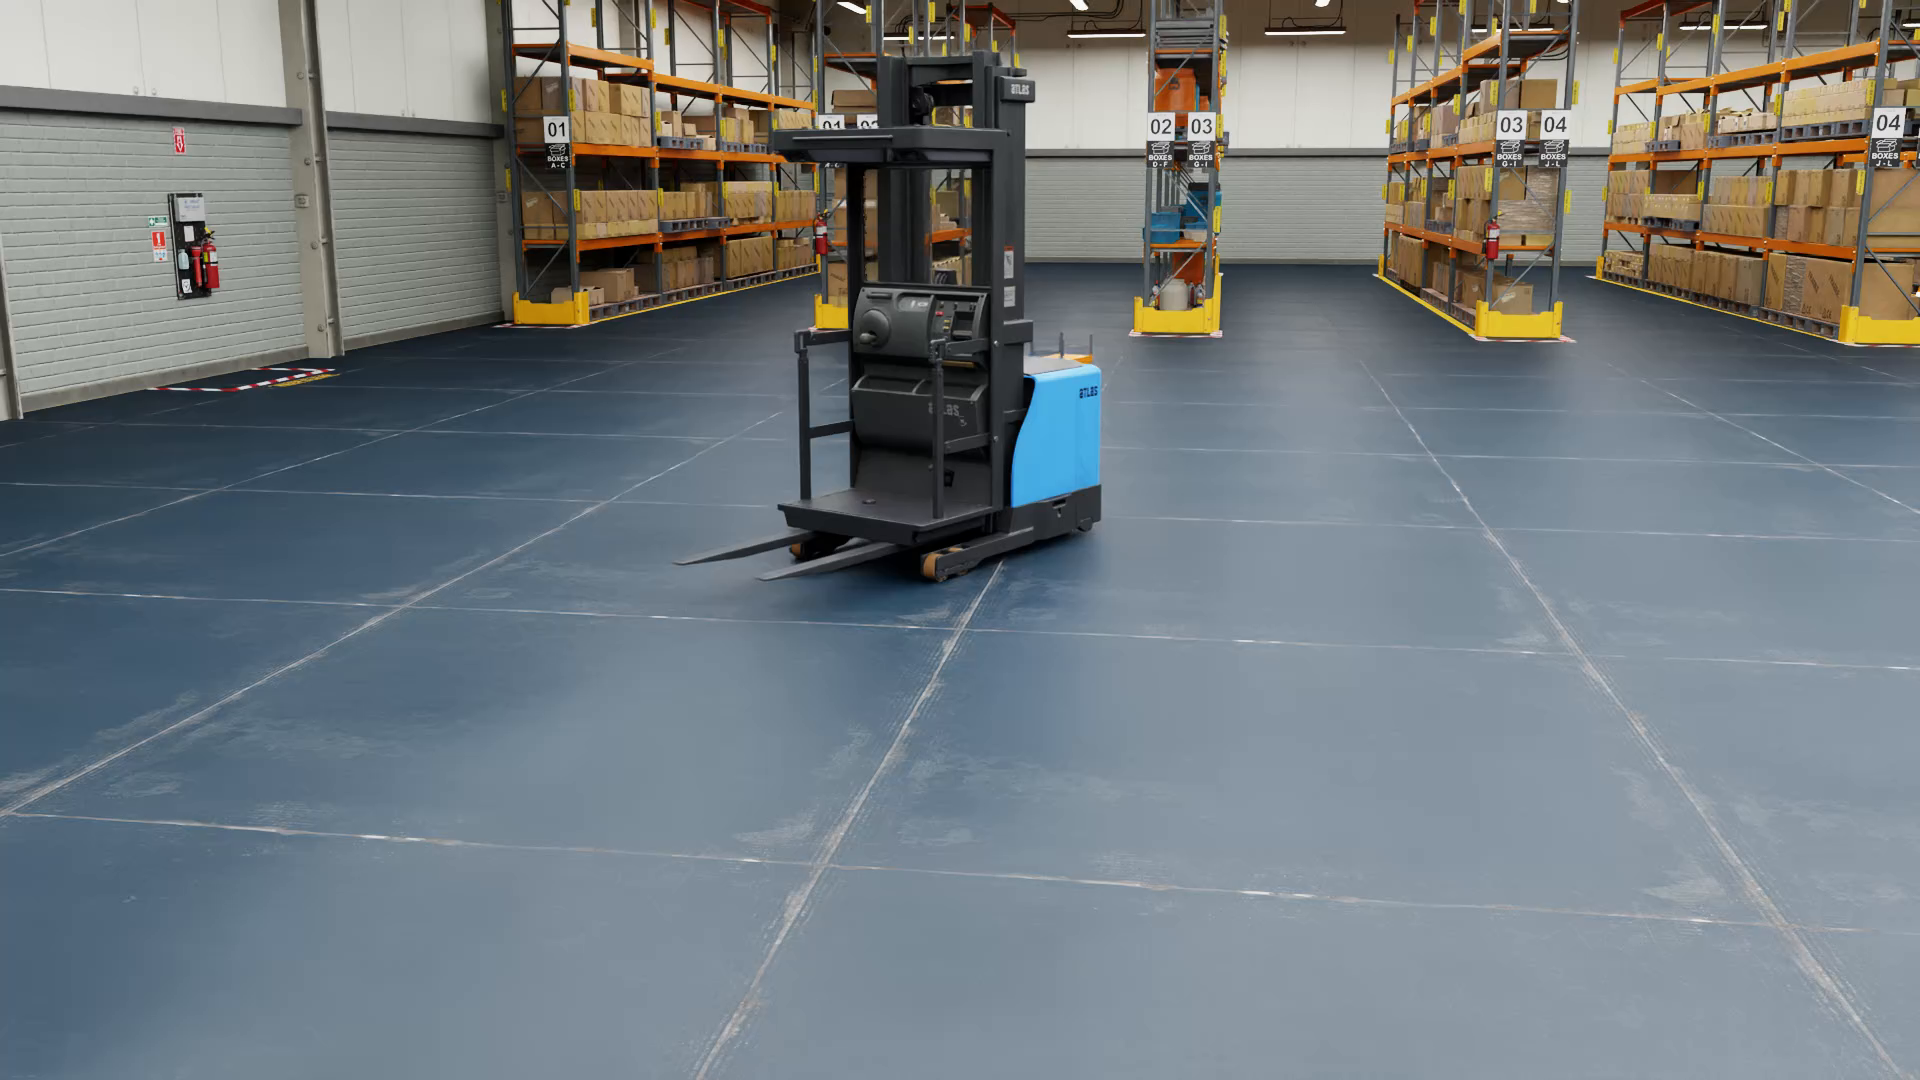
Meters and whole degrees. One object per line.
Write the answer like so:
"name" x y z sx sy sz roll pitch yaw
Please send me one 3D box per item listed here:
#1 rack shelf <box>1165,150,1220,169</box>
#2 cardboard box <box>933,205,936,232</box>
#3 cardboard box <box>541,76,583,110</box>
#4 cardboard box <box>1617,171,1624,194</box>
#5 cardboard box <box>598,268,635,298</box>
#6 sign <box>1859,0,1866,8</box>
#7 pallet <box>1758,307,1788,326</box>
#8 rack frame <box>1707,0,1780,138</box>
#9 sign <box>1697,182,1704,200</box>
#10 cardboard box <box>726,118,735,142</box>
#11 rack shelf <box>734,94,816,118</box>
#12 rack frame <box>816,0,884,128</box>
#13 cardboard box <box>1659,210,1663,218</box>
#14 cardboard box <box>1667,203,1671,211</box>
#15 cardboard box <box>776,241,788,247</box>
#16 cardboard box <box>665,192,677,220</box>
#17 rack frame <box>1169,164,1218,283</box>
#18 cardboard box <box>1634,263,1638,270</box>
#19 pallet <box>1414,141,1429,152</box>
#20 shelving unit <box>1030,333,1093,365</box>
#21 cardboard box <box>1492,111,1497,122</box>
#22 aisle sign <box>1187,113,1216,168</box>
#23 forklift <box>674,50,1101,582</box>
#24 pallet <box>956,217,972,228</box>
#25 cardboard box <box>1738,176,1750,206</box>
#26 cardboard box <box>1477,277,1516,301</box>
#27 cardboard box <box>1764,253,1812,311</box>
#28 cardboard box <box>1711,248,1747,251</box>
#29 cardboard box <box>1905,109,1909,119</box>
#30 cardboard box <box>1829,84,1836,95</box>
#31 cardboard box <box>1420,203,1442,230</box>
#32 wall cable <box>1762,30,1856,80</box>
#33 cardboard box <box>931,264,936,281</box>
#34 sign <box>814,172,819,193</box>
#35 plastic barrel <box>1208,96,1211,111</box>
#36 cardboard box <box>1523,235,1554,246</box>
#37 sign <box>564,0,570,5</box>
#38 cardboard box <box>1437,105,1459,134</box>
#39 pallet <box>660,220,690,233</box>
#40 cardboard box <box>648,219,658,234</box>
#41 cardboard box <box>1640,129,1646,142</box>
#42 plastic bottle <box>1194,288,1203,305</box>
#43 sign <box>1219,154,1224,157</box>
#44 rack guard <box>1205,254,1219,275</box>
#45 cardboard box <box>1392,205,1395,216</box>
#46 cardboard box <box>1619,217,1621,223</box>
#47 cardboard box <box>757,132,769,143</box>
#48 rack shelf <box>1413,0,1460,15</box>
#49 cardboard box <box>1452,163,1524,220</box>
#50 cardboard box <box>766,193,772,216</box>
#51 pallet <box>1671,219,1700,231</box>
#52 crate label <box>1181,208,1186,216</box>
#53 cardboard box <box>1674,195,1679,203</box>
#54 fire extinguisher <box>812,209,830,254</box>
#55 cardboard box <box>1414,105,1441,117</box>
"rack shelf" 4.174 -6.961 30.262 1.077 0.370 4.000 2 12 9
"cardboard box" -0.735 -6.014 31.040 0.500 0.500 0.500 2 12 9
"cardboard box" -6.238 -7.005 26.097 0.500 0.500 0.500 1 12 5
"cardboard box" 14.987 -7.971 37.045 0.500 0.500 0.500 2 12 7
"cardboard box" -6.043 -4.527 29.268 0.500 0.500 0.500 1 12 4
"sign" 14.191 -8.531 26.128 0.100 0.325 0.005 2 12 9
"pallet" 13.452 -3.569 26.553 1.003 0.211 1.213 2 12 9
"rack frame" 14.261 -8.853 30.214 1.000 3.000 0.127 2 12 9
"sign" 13.724 -6.463 30.805 0.100 0.325 0.005 2 12 9
"cardboard box" -5.162 -8.644 35.079 0.700 0.500 0.500 3 12 12
"rack shelf" -4.384 -10.218 39.205 1.077 0.370 4.000 2 12 9
"rack frame" -1.642 -7.691 24.823 1.000 3.000 0.127 2 12 9
"cardboard box" 14.166 -6.497 33.118 0.380 0.149 0.250 2 12 8
"cardboard box" 14.084 -6.535 32.588 0.380 0.149 0.250 2 12 10
"cardboard box" -4.243 -6.935 38.948 0.380 0.149 0.250 2 12 11
"cardboard box" -5.717 -6.236 31.028 0.700 0.500 0.500 3 13 14
"rack frame" 5.097 -7.095 36.297 1.000 3.000 0.127 2 12 9
"cardboard box" 14.640 -5.843 35.549 0.380 0.149 0.250 1 12 6
"pallet" 9.592 -7.845 33.103 1.003 0.211 1.213 2 12 11
"shelving unit" 0.678 -0.776 11.236 0.258 1.200 0.503 6 13 26
"cardboard box" 7.880 -6.093 23.934 0.380 0.149 0.250 2 12 9
"aisle sign" 3.530 -5.844 24.319 0.394 0.787 0.004 2 12 9
"forklift" -0.365 -1.309 9.612 1.130 2.935 3.031 9 15 35
"pallet" -0.377 -6.474 33.867 1.213 0.211 1.003 2 12 9
"cardboard box" 13.951 -6.046 28.819 0.700 0.500 0.500 2 12 8
"cardboard box" 8.561 -3.920 26.498 0.500 0.500 0.500 1 12 4
"cardboard box" 13.480 -4.126 26.565 0.875 0.875 0.875 2 12 10
"cardboard box" 14.607 -5.406 31.615 0.500 0.250 0.500 1 12 6
"cardboard box" 13.439 -5.967 23.303 0.380 0.149 0.250 2 12 9
"cardboard box" 12.943 -6.588 24.294 0.380 0.149 0.250 2 12 8
"cardboard box" 9.207 -6.262 32.192 0.500 0.500 0.500 2 12 10
"wall cable" 21.738 -11.548 42.716 2.355 3.000 0.029 2 12 9
"cardboard box" -0.717 -4.805 29.866 0.500 0.311 0.500 2 12 9
"sign" -2.176 -5.461 25.403 0.100 0.325 0.005 2 12 9
"plastic barrel" 4.986 -8.652 34.213 0.600 0.901 0.708 2 12 9
"cardboard box" 8.425 -4.366 24.228 0.380 0.149 0.250 2 12 9
"sign" -6.001 -8.329 25.375 0.100 0.325 0.005 2 12 9
"cardboard box" 8.897 -7.562 29.918 0.500 0.500 0.500 2 12 7
"pallet" -5.661 -5.812 30.796 1.003 0.211 1.213 2 12 9
"cardboard box" -5.696 -5.579 29.570 0.500 0.250 0.500 2 12 9
"cardboard box" 14.788 -8.603 35.341 0.500 0.250 0.500 1 12 6
"plastic bottle" 3.944 -4.029 27.491 0.152 0.276 0.135 2 12 10
"sign" 6.258 -9.329 39.789 0.100 0.325 0.005 2 12 9
"rack guard" 5.703 -6.712 40.450 1.175 0.500 0.348 2 12 9
"cardboard box" 10.036 -7.427 37.485 0.500 0.250 0.500 2 12 8
"cardboard box" 15.121 -7.239 37.561 0.380 0.149 0.250 2 12 11
"cardboard box" -4.325 -9.199 38.060 0.500 0.250 0.500 2 12 8
"rack shelf" 9.684 -10.724 32.714 1.077 0.370 4.000 2 12 9
"cardboard box" 9.021 -5.929 28.464 1.000 1.000 1.000 2 12 9
"cardboard box" -4.514 -7.516 37.259 0.500 0.500 0.500 2 12 8
"pallet" 14.266 -5.979 31.570 1.213 0.211 1.003 2 12 9
"crate label" 4.062 -6.082 31.511 0.502 0.435 0.616 2 12 9
"cardboard box" 14.002 -6.573 32.061 0.380 0.149 0.250 2 12 10
"fire extinguisher" -2.119 -4.711 25.418 0.296 0.674 0.183 2 12 9
"cardboard box" 10.142 -9.266 36.000 0.500 0.250 0.500 1 12 5
